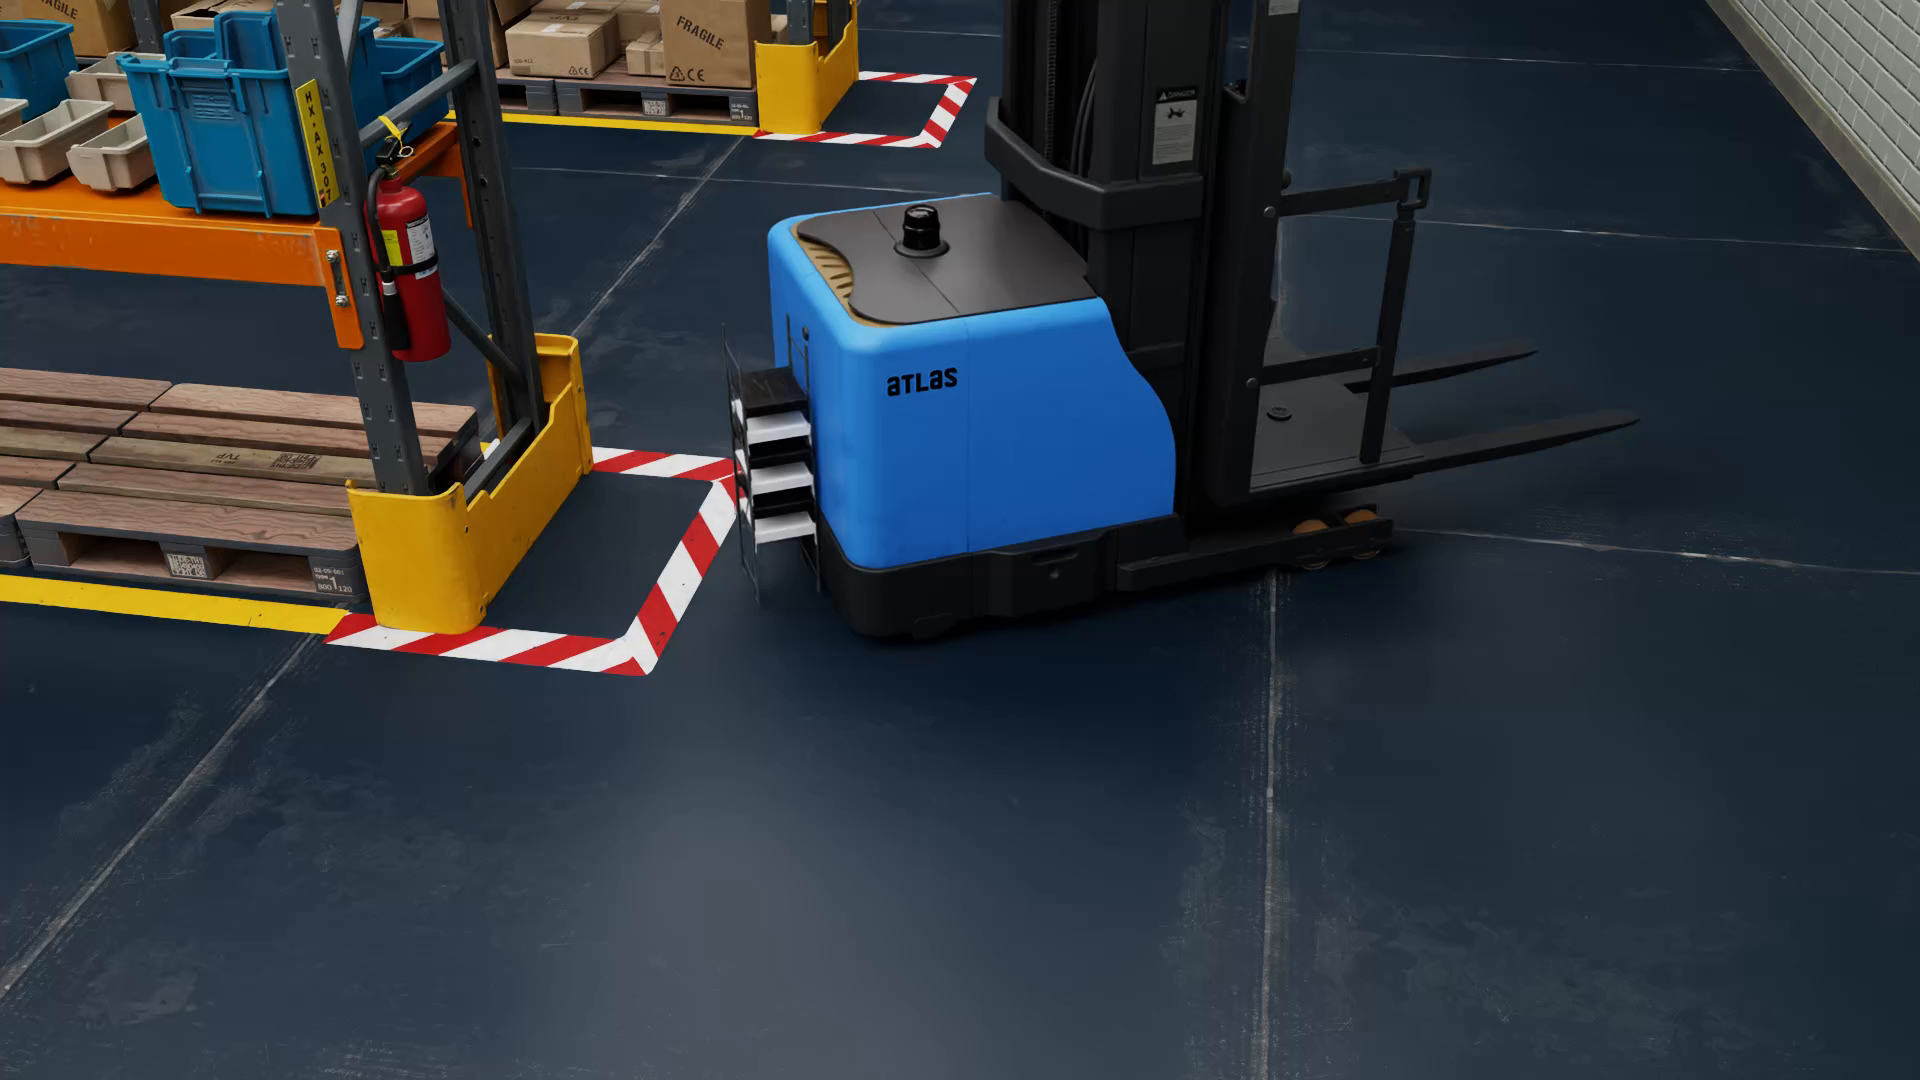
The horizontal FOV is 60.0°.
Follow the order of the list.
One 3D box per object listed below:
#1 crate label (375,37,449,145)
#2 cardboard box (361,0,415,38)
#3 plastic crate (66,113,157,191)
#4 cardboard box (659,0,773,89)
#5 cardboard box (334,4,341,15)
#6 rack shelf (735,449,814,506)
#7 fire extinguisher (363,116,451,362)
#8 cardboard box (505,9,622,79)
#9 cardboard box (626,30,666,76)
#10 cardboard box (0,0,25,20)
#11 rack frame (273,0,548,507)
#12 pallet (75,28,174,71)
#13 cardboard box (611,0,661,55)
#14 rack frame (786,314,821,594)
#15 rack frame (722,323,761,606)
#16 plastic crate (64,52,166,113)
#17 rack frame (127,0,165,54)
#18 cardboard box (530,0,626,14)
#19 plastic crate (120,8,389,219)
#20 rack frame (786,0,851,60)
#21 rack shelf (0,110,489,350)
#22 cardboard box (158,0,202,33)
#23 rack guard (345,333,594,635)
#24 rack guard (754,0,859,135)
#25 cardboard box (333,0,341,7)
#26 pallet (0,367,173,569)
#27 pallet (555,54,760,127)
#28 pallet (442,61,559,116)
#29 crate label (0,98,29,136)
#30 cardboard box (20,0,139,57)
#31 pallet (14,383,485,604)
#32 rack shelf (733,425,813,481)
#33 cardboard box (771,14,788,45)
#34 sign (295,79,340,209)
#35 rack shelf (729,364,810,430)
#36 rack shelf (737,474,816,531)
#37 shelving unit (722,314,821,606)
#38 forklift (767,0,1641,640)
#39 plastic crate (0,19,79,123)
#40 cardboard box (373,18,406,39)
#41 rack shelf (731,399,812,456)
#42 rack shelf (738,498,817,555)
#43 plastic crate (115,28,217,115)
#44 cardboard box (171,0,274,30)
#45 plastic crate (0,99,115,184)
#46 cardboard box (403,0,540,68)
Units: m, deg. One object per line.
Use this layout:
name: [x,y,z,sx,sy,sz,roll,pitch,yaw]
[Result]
crate label: [-1.835,-1.431,5.310,0.303,0.233,0.416,5,32,8]
cardboard box: [-3.405,-3.307,10.325,0.500,0.311,0.500,5,32,8]
plastic crate: [-2.482,-1.174,4.990,0.243,0.136,0.396,5,32,8]
cardboard box: [-1.388,-2.919,9.528,0.500,0.500,0.500,5,32,8]
cardboard box: [-3.764,-3.303,10.472,0.250,0.149,0.380,5,32,8]
rack shelf: [-0.596,-0.217,5.311,0.200,0.077,0.258,-11,34,-16]
fire extinguisher: [-1.575,-0.840,4.689,0.183,0.674,0.296,5,32,8]
cardboard box: [-2.319,-2.914,9.755,0.500,0.250,0.500,5,32,8]
cardboard box: [-1.772,-2.861,9.749,0.250,0.166,0.380,5,32,8]
cardboard box: [-5.774,-3.299,10.135,0.500,0.500,0.500,5,32,8]
rack frame: [-1.647,-1.282,4.971,0.127,3.000,1.000,5,32,8]
pallet: [-5.561,-3.100,10.504,1.213,0.211,1.003,5,32,8]
cardboard box: [-1.791,-3.135,10.108,0.500,0.250,0.500,5,32,8]
rack frame: [-0.500,-0.263,5.322,0.006,0.900,0.240,-11,34,-16]
rack frame: [-0.692,-0.227,5.265,0.006,0.900,0.240,-11,34,-16]
plastic crate: [-2.806,-1.522,5.547,0.298,0.136,0.250,5,32,8]
rack frame: [-4.753,-4.229,9.680,0.127,3.000,1.000,5,32,8]
cardboard box: [-2.284,-3.180,10.179,0.500,0.250,0.500,5,32,8]
plastic crate: [-2.009,-1.255,4.838,0.499,0.435,0.616,5,32,8]
rack frame: [-0.810,-3.872,9.109,0.127,3.000,1.000,5,32,8]
rack shelf: [-3.619,-1.156,5.447,4.000,0.370,1.077,5,32,8]
cardboard box: [-5.189,-3.527,10.499,0.500,0.500,0.500,4,32,6]
rack guard: [-1.621,-0.227,5.642,0.348,0.500,1.175,5,32,8]
rack guard: [-0.885,-2.820,9.784,0.348,0.500,1.175,5,32,8]
cardboard box: [-4.144,-3.454,10.382,0.500,0.500,0.500,5,32,8]
pallet: [-3.653,-0.304,6.037,1.213,0.211,1.003,5,32,8]
pallet: [-1.671,-2.768,9.973,1.213,0.211,1.003,5,32,8]
pallet: [-2.870,-2.878,10.149,1.213,0.211,1.003,5,32,8]
crate label: [-3.044,-1.219,5.063,0.243,0.136,0.396,5,32,8]
cardboard box: [-5.288,-3.251,10.057,0.500,0.500,0.500,5,32,8]
pallet: [-2.454,-0.194,5.861,1.213,0.211,1.003,5,32,8]
rack shelf: [-0.596,-0.293,5.263,0.200,0.077,0.258,-11,34,-16]
cardboard box: [-1.165,-3.068,10.096,0.250,0.149,0.380,5,32,8]
sign: [-1.724,-1.062,4.466,0.005,0.325,0.100,5,32,8]
rack shelf: [-0.596,-0.446,5.168,0.200,0.077,0.258,-11,34,-16]
rack shelf: [-0.596,-0.140,5.359,0.200,0.077,0.258,-11,34,-16]
shelving unit: [-0.596,-0.245,5.293,0.210,0.900,0.258,-11,34,-16]
forklift: [0.936,-1.396,5.217,3.031,2.935,1.130,-11,34,-16]
plastic crate: [-3.133,-1.548,5.498,0.300,0.233,0.416,5,32,8]
cardboard box: [-3.521,-2.992,9.959,0.250,0.166,0.380,5,32,8]
rack shelf: [-0.596,-0.369,5.215,0.200,0.077,0.258,-11,34,-16]
rack shelf: [-0.596,-0.064,5.406,0.200,0.077,0.258,-11,34,-16]
plastic crate: [-2.484,-1.490,5.404,0.300,0.233,0.416,5,32,8]
cardboard box: [-4.376,-3.126,10.036,0.500,0.311,0.500,5,32,8]
plastic crate: [-2.765,-1.207,5.044,0.243,0.136,0.396,5,32,8]
cardboard box: [-2.900,-3.193,9.962,0.637,0.503,0.797,5,32,8]
